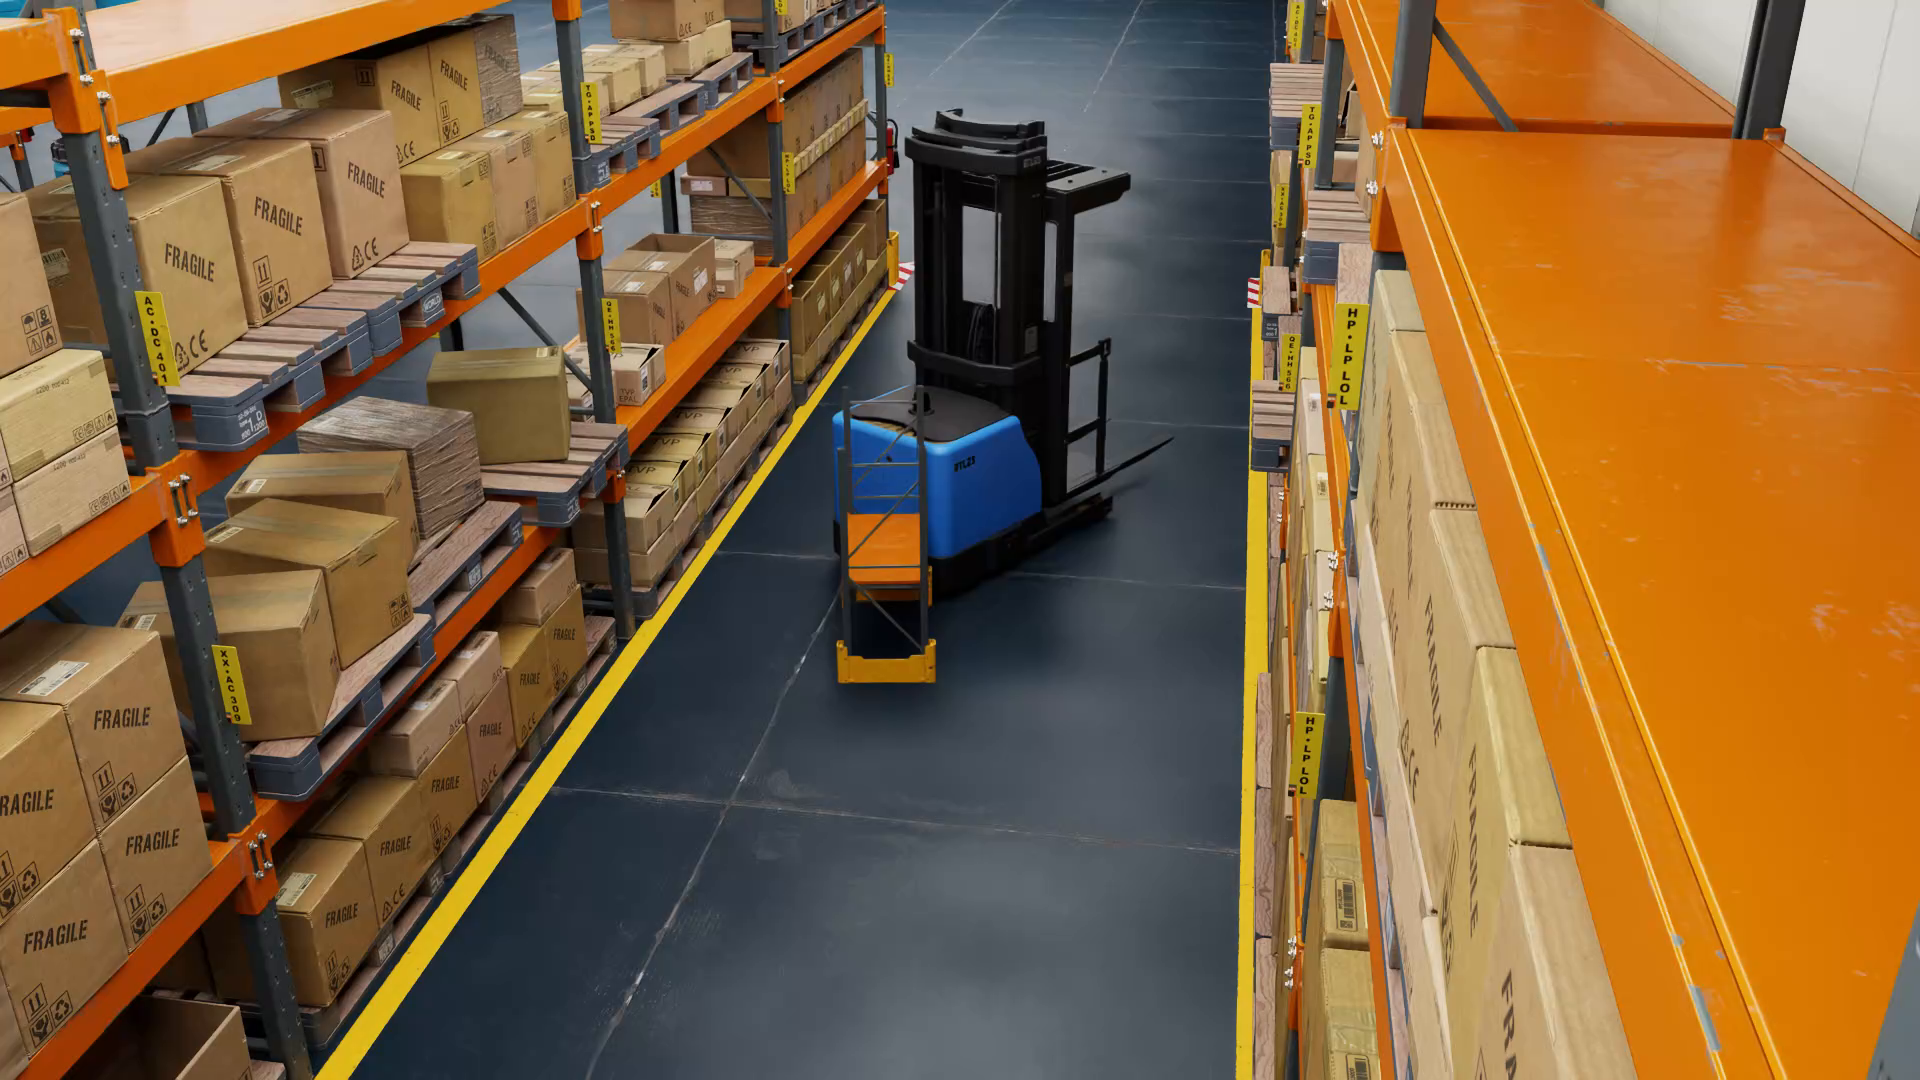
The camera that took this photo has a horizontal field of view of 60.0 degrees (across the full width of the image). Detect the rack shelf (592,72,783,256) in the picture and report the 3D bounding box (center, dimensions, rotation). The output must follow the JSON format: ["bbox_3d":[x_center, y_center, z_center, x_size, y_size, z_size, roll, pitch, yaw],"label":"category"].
[{"bbox_3d":[-2.229,-2.652,11.231,1.077,0.370,4.000,4,25,9],"label":"rack shelf"}]

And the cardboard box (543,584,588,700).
[{"bbox_3d":[-2.477,0.558,9.494,0.500,0.500,0.500,5,26,11],"label":"cardboard box"}]

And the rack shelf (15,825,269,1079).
[{"bbox_3d":[-3.536,2.053,4.719,1.077,0.370,4.000,4,25,9],"label":"rack shelf"}]

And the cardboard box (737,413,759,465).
[{"bbox_3d":[-1.851,-0.781,12.673,0.500,0.250,0.500,5,25,10],"label":"cardboard box"}]

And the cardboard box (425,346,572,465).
[{"bbox_3d":[-2.548,-0.747,9.238,0.700,0.500,0.500,-4,25,-9],"label":"cardboard box"}]

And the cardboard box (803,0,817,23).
[{"bbox_3d":[-1.471,-4.445,13.659,0.500,0.311,0.500,3,25,6],"label":"cardboard box"}]

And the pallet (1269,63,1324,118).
[{"bbox_3d":[2.780,-3.136,11.640,1.213,0.211,1.003,4,25,9],"label":"pallet"}]

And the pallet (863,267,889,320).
[{"bbox_3d":[-1.332,-2.543,16.977,1.003,0.211,1.213,4,25,9],"label":"pallet"}]

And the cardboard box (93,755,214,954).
[{"bbox_3d":[-3.038,1.072,5.848,0.500,0.500,0.500,4,25,9],"label":"cardboard box"}]

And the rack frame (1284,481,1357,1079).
[{"bbox_3d":[1.678,1.232,5.623,1.000,3.000,0.127,4,25,9],"label":"rack frame"}]

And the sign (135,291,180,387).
[{"bbox_3d":[-2.673,-0.668,5.534,0.100,0.325,0.005,4,25,9],"label":"sign"}]

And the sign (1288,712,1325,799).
[{"bbox_3d":[1.141,0.710,5.466,0.100,0.325,0.005,4,25,9],"label":"sign"}]

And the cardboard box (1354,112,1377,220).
[{"bbox_3d":[2.311,-1.841,8.014,0.700,0.500,0.500,2,25,4],"label":"cardboard box"}]

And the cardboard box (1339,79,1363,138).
[{"bbox_3d":[2.635,-2.391,9.680,0.797,0.503,0.637,8,26,16],"label":"cardboard box"}]

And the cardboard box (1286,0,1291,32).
[{"bbox_3d":[3.215,-4.855,14.948,0.500,0.500,0.500,6,26,12],"label":"cardboard box"}]

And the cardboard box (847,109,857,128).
[{"bbox_3d":[-1.206,-4.078,16.085,0.380,0.149,0.250,4,25,8],"label":"cardboard box"}]

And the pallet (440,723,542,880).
[{"bbox_3d":[-2.917,1.299,8.770,1.003,0.211,1.213,4,25,9],"label":"pallet"}]

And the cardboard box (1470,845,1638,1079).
[{"bbox_3d":[0.875,0.714,1.870,0.500,0.500,0.500,4,25,8],"label":"cardboard box"}]

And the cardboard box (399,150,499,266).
[{"bbox_3d":[-2.762,-1.571,7.955,0.910,0.500,0.500,4,25,9],"label":"cardboard box"}]

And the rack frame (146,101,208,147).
[{"bbox_3d":[-6.788,-2.800,14.238,1.000,3.000,0.127,4,25,9],"label":"rack frame"}]

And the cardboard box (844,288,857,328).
[{"bbox_3d":[-1.278,-2.200,15.704,0.500,0.250,0.500,4,25,9],"label":"cardboard box"}]

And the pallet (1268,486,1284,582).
[{"bbox_3d":[2.663,-0.013,11.574,1.003,0.211,1.213,4,25,9],"label":"pallet"}]

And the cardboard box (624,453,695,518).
[{"bbox_3d":[-2.103,-0.400,11.198,0.500,0.311,0.500,3,25,7],"label":"cardboard box"}]

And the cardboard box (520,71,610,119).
[{"bbox_3d":[-2.469,-2.677,10.119,0.500,0.250,0.500,5,25,10],"label":"cardboard box"}]

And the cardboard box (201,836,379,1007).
[{"bbox_3d":[-2.890,1.638,7.186,0.500,0.500,0.500,3,25,6],"label":"cardboard box"}]

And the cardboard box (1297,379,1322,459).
[{"bbox_3d":[1.916,-0.573,8.102,0.500,0.250,0.500,4,25,8],"label":"cardboard box"}]

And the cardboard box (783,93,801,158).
[{"bbox_3d":[-1.754,-3.486,14.054,0.700,0.500,0.500,4,25,8],"label":"cardboard box"}]

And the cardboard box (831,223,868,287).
[{"bbox_3d":[-1.191,-2.749,15.992,0.500,0.500,0.500,4,25,9],"label":"cardboard box"}]

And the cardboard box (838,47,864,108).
[{"bbox_3d":[-1.346,-4.545,16.317,0.700,0.500,0.500,4,25,9],"label":"cardboard box"}]

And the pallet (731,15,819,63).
[{"bbox_3d":[-1.788,-4.132,13.650,1.003,0.211,1.213,4,25,9],"label":"pallet"}]

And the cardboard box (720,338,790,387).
[{"bbox_3d":[-1.685,-1.465,13.472,0.500,0.311,0.500,4,25,9],"label":"cardboard box"}]

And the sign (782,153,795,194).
[{"bbox_3d":[-1.365,-2.910,13.201,0.100,0.325,0.005,4,25,9],"label":"sign"}]

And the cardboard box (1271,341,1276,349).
[{"bbox_3d":[3.175,-2.029,15.020,0.700,0.500,0.500,2,25,5],"label":"cardboard box"}]

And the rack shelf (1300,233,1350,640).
[{"bbox_3d":[2.005,-0.637,6.927,1.077,0.370,4.000,4,25,9],"label":"rack shelf"}]

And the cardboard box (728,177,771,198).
[{"bbox_3d":[-1.667,-2.893,13.554,0.380,0.149,0.250,4,25,8],"label":"cardboard box"}]

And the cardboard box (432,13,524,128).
[{"bbox_3d":[-2.633,-2.457,8.669,0.500,0.500,0.500,4,25,9],"label":"cardboard box"}]

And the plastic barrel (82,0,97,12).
[{"bbox_3d":[-6.764,-3.884,12.425,0.600,0.901,0.600,0,25,0],"label":"plastic barrel"}]

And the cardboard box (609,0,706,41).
[{"bbox_3d":[-2.112,-3.781,11.592,0.500,0.500,0.500,6,26,14],"label":"cardboard box"}]

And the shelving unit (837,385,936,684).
[{"bbox_3d":[-0.458,-0.051,10.134,0.587,1.500,1.083,-1,25,-2],"label":"shelving unit"}]

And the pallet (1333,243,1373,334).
[{"bbox_3d":[2.099,-0.973,7.019,1.003,0.211,1.213,5,26,11],"label":"pallet"}]

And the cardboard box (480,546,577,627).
[{"bbox_3d":[-2.482,0.242,9.284,0.500,0.250,0.500,5,26,11],"label":"cardboard box"}]

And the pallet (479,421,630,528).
[{"bbox_3d":[-2.597,-0.407,9.352,1.213,0.211,1.003,4,25,9],"label":"pallet"}]

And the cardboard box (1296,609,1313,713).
[{"bbox_3d":[1.579,0.619,6.442,0.500,0.500,0.500,4,25,9],"label":"cardboard box"}]

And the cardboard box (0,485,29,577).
[{"bbox_3d":[-3.119,0.030,4.830,0.500,0.250,0.500,4,25,9],"label":"cardboard box"}]

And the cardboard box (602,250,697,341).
[{"bbox_3d":[-2.212,-1.751,11.878,0.500,0.500,0.500,4,25,9],"label":"cardboard box"}]

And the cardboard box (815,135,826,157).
[{"bbox_3d":[-1.417,-3.541,14.939,0.380,0.149,0.250,4,25,8],"label":"cardboard box"}]

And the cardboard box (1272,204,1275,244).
[{"bbox_3d":[2.921,-2.693,14.163,0.500,0.250,0.500,4,25,8],"label":"cardboard box"}]

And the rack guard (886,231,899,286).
[{"bbox_3d":[-1.244,-3.006,17.627,1.175,0.500,0.348,4,25,9],"label":"rack guard"}]

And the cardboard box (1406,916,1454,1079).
[{"bbox_3d":[0.966,0.837,2.494,0.500,0.250,0.500,3,25,7],"label":"cardboard box"}]

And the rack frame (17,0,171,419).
[{"bbox_3d":[-3.209,-1.827,5.082,1.000,3.000,0.127,4,25,9],"label":"rack frame"}]

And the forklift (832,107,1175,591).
[{"bbox_3d":[0.459,-1.541,11.630,1.130,2.935,3.031,19,31,35],"label":"forklift"}]

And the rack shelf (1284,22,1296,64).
[{"bbox_3d":[3.312,-3.983,14.075,1.077,0.370,4.000,4,25,9],"label":"rack shelf"}]

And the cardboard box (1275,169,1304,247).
[{"bbox_3d":[2.758,-2.614,13.108,0.500,0.500,0.500,4,25,8],"label":"cardboard box"}]

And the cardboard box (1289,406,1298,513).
[{"bbox_3d":[2.000,-0.444,8.713,0.500,0.500,0.500,5,26,10],"label":"cardboard box"}]

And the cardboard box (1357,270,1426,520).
[{"bbox_3d":[1.285,-0.355,4.155,0.500,0.500,0.500,4,25,8],"label":"cardboard box"}]

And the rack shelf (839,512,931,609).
[{"bbox_3d":[-0.459,0.108,10.219,0.538,0.185,1.000,-1,25,-2],"label":"rack shelf"}]

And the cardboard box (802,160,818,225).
[{"bbox_3d":[-1.670,-3.117,14.798,0.700,0.500,0.500,4,25,9],"label":"cardboard box"}]

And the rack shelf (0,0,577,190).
[{"bbox_3d":[-2.883,-2.156,7.106,1.077,0.370,4.000,4,25,9],"label":"rack shelf"}]
